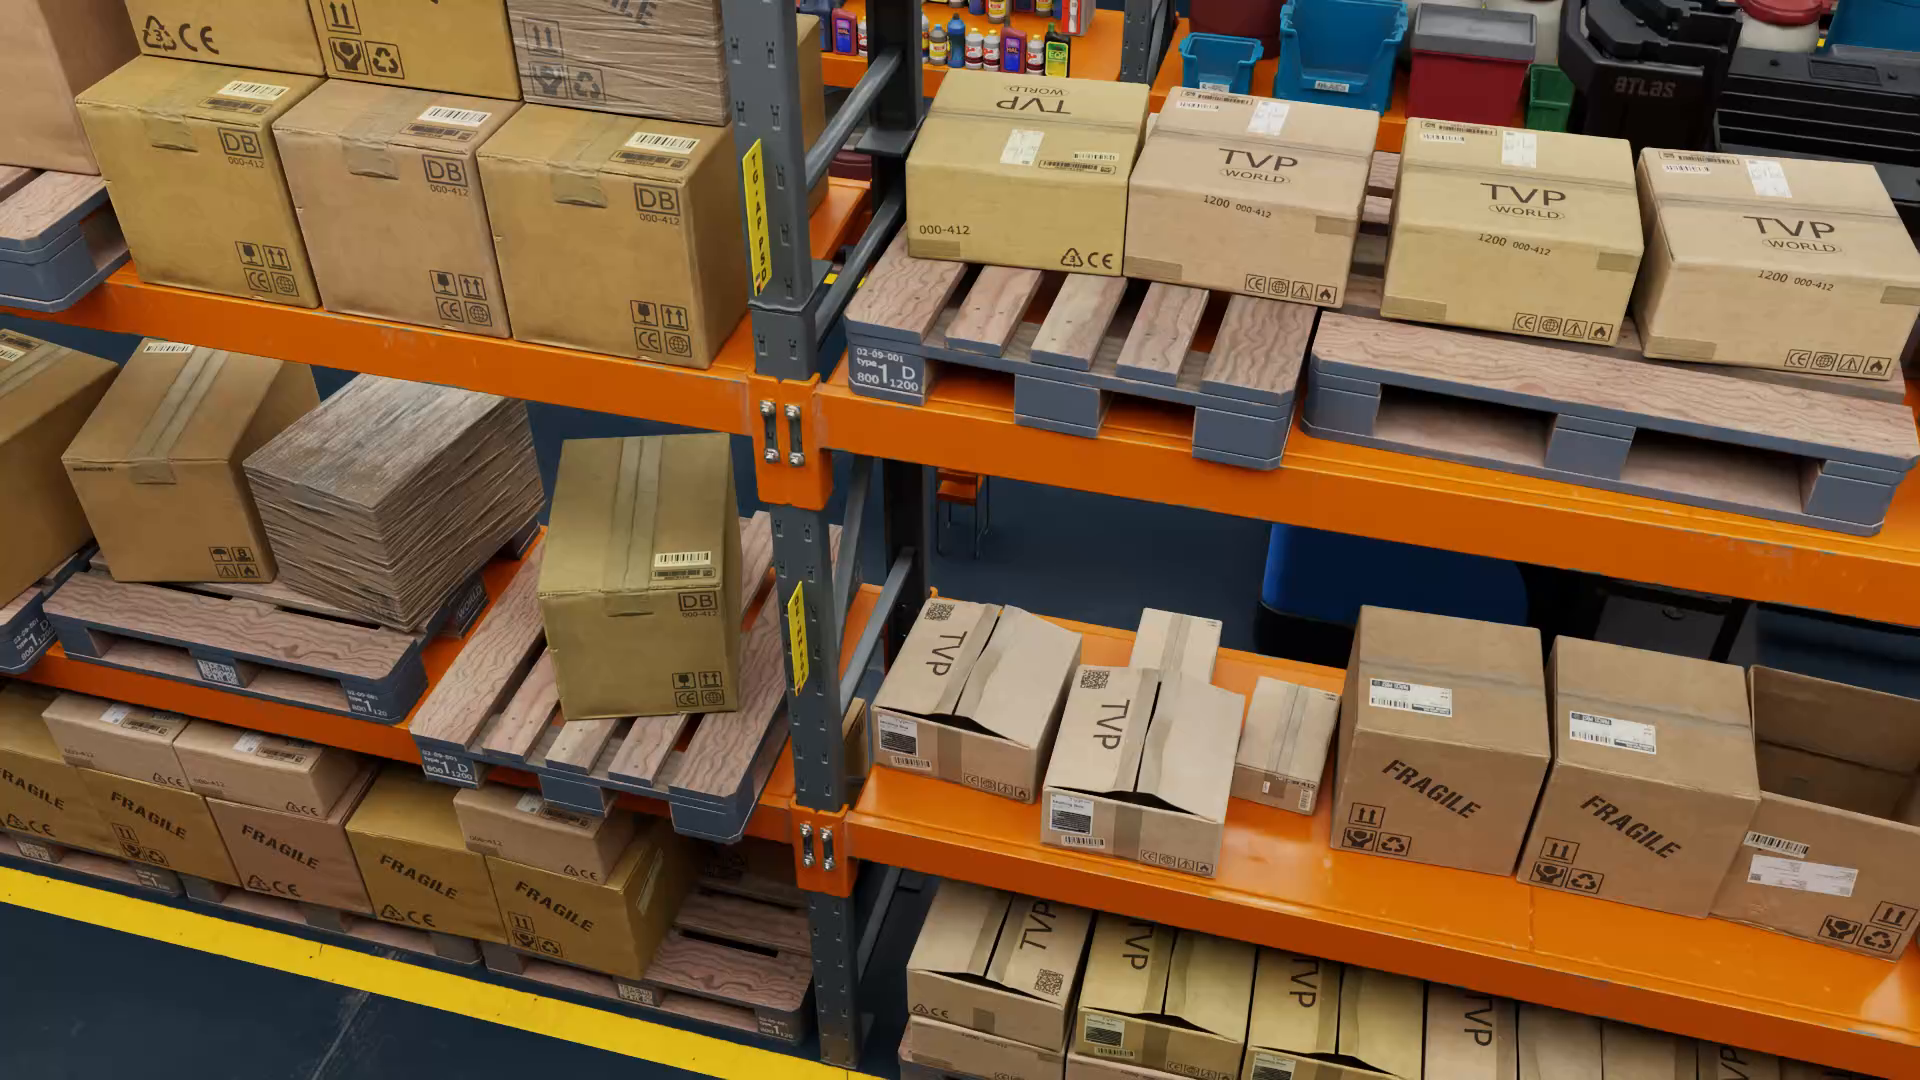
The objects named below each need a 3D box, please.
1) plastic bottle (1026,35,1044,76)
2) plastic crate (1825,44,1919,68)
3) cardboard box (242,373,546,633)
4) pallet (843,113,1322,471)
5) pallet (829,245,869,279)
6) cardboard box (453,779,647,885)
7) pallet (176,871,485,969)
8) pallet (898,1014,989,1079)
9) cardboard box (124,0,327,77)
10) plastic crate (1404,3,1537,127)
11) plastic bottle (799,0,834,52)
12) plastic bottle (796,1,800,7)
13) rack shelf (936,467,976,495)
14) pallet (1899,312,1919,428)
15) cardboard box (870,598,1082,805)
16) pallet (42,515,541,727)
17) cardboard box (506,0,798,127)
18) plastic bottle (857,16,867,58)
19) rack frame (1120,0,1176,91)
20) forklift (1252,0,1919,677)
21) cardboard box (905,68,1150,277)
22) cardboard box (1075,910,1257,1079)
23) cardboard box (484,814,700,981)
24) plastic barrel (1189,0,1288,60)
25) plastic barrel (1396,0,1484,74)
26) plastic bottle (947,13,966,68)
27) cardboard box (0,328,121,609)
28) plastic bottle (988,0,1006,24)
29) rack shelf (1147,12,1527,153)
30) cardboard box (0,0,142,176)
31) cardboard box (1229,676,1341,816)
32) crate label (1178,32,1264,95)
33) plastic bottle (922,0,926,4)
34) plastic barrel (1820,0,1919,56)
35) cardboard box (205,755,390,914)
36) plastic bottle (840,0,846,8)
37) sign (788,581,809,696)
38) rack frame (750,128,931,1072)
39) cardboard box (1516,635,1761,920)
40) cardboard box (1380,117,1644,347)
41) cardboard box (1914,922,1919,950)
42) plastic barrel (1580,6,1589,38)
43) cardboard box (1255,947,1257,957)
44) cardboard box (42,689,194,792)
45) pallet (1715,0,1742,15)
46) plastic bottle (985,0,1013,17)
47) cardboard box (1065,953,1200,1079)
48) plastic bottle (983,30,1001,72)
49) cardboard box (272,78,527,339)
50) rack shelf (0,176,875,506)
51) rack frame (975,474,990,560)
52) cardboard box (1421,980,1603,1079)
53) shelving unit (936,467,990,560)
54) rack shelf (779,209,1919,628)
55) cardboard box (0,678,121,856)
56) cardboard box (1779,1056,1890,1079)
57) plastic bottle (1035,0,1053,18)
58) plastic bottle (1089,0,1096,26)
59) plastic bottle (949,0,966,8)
[{"bbox_3d":[0.392,-2.502,8.576,0.097,0.201,0.097,0,40,0],"label":"plastic bottle"},{"bbox_3d":[4.317,-1.996,7.769,0.583,0.464,0.402,10,41,11],"label":"plastic crate"},{"bbox_3d":[-1.756,-0.174,5.245,0.500,0.500,0.700,17,43,20],"label":"cardboard box"},{"bbox_3d":[0.394,-0.688,4.076,1.003,0.211,1.213,12,41,13],"label":"pallet"},{"bbox_3d":[-0.948,-1.987,9.977,1.213,0.211,1.003,10,41,11],"label":"pallet"},{"bbox_3d":[-1.304,0.816,5.489,0.500,0.250,0.500,11,41,13],"label":"cardboard box"},{"bbox_3d":[-2.171,1.047,6.364,1.213,0.211,1.003,10,41,11],"label":"pallet"},{"bbox_3d":[0.501,1.560,5.753,1.213,0.211,1.003,10,41,11],"label":"pallet"},{"bbox_3d":[-1.690,-1.485,4.023,0.500,0.500,0.500,10,41,11],"label":"cardboard box"},{"bbox_3d":[2.482,-2.312,8.145,0.583,0.464,0.402,10,41,11],"label":"plastic crate"},{"bbox_3d":[-0.748,-2.771,8.781,0.185,0.351,0.144,10,41,11],"label":"plastic bottle"},{"bbox_3d":[-0.897,-2.784,8.848,0.133,0.283,0.061,10,41,11],"label":"plastic bottle"},{"bbox_3d":[0.014,-0.331,7.492,0.180,0.103,0.258,10,41,11],"label":"rack shelf"},{"bbox_3d":[2.724,-0.218,3.518,1.217,0.209,0.805,8,41,10],"label":"pallet"},{"bbox_3d":[0.056,0.453,4.973,0.500,0.311,0.500,12,42,14],"label":"cardboard box"},{"bbox_3d":[-2.164,0.084,5.491,1.213,0.211,1.003,10,41,11],"label":"pallet"},{"bbox_3d":[-0.704,-1.315,3.821,0.500,0.500,0.500,10,41,11],"label":"cardboard box"},{"bbox_3d":[-0.489,-2.654,8.757,0.097,0.201,0.097,0,40,0],"label":"plastic bottle"},{"bbox_3d":[1.000,-2.746,8.712,0.127,3.000,1.000,10,41,11],"label":"rack frame"},{"bbox_3d":[2.833,-0.636,6.252,3.031,2.935,1.130,11,41,13],"label":"forklift"},{"bbox_3d":[0.168,-0.881,3.949,0.500,0.250,0.500,7,41,8],"label":"cardboard box"},{"bbox_3d":[0.655,1.360,5.198,0.500,0.311,0.500,9,41,10],"label":"cardboard box"},{"bbox_3d":[-1.249,1.110,5.722,0.500,0.500,0.500,11,41,13],"label":"cardboard box"},{"bbox_3d":[1.526,-2.909,8.800,0.708,0.536,0.600,10,41,11],"label":"plastic barrel"},{"bbox_3d":[2.456,-2.680,8.547,0.421,0.512,0.421,0,40,0],"label":"plastic barrel"},{"bbox_3d":[-0.019,-2.600,8.638,0.097,0.271,0.097,0,40,0],"label":"plastic bottle"},{"bbox_3d":[-3.068,-0.241,5.324,0.500,0.500,0.700,16,43,18],"label":"cardboard box"},{"bbox_3d":[0.204,-2.939,9.096,0.097,0.201,0.097,0,40,0],"label":"plastic bottle"},{"bbox_3d":[2.932,-2.138,8.547,4.000,0.370,1.077,10,41,11],"label":"rack shelf"},{"bbox_3d":[-2.392,-1.371,4.260,0.600,0.600,0.600,8,41,10],"label":"cardboard box"},{"bbox_3d":[0.962,0.604,4.918,0.250,0.149,0.380,13,42,15],"label":"cardboard box"},{"bbox_3d":[1.310,-2.379,8.405,0.416,0.233,0.303,10,41,11],"label":"crate label"},{"bbox_3d":[-0.238,-3.143,9.285,0.097,0.271,0.097,0,40,0],"label":"plastic bottle"},{"bbox_3d":[4.569,-2.525,8.059,0.708,0.901,0.600,10,41,11],"label":"plastic barrel"},{"bbox_3d":[-2.257,0.940,5.924,0.500,0.500,0.500,8,41,10],"label":"cardboard box"},{"bbox_3d":[-0.737,-3.142,9.222,0.185,0.351,0.144,10,41,11],"label":"plastic bottle"},{"bbox_3d":[-0.416,0.257,4.298,0.005,0.325,0.100,10,41,11],"label":"sign"},{"bbox_3d":[-0.284,0.331,5.048,0.127,3.000,1.000,10,41,11],"label":"rack frame"},{"bbox_3d":[1.849,0.649,4.592,0.500,0.500,0.500,10,41,11],"label":"cardboard box"},{"bbox_3d":[1.229,-0.703,3.737,0.500,0.250,0.500,9,41,11],"label":"cardboard box"},{"bbox_3d":[2.683,1.015,4.338,0.258,0.266,0.396,9,41,10],"label":"cardboard box"},{"bbox_3d":[3.287,-2.550,8.373,0.433,0.535,0.433,0,40,0],"label":"plastic barrel"},{"bbox_3d":[1.271,1.328,5.673,0.500,0.250,0.500,11,41,12],"label":"cardboard box"},{"bbox_3d":[-2.778,0.566,5.787,0.500,0.250,0.500,10,41,12],"label":"cardboard box"},{"bbox_3d":[5.392,-4.219,12.634,1.213,0.211,1.003,10,41,11],"label":"pallet"},{"bbox_3d":[0.218,-3.048,9.168,0.135,0.276,0.152,10,41,11],"label":"plastic bottle"},{"bbox_3d":[0.631,1.576,5.378,0.500,0.250,0.500,9,41,10],"label":"cardboard box"},{"bbox_3d":[0.169,-2.541,8.622,0.097,0.201,0.097,0,40,0],"label":"plastic bottle"},{"bbox_3d":[-1.207,-0.992,4.214,0.500,0.500,0.910,10,41,11],"label":"cardboard box"},{"bbox_3d":[-2.216,-0.875,4.711,4.000,0.370,1.077,10,41,11],"label":"rack shelf"},{"bbox_3d":[0.102,-0.442,7.368,0.006,1.200,0.240,10,41,11],"label":"rack frame"},{"bbox_3d":[1.644,1.531,4.994,0.500,0.311,0.500,9,41,11],"label":"cardboard box"},{"bbox_3d":[0.014,-0.457,7.386,0.189,1.200,0.258,10,41,11],"label":"shelving unit"},{"bbox_3d":[1.648,-0.210,3.919,4.000,0.370,1.077,10,41,11],"label":"rack shelf"},{"bbox_3d":[-3.226,0.768,6.129,0.500,0.500,0.500,10,41,12],"label":"cardboard box"},{"bbox_3d":[2.610,1.701,4.792,0.500,0.311,0.500,11,41,13],"label":"cardboard box"},{"bbox_3d":[0.466,-2.995,9.163,0.097,0.201,0.097,0,40,0],"label":"plastic bottle"},{"bbox_3d":[0.665,-2.971,9.076,0.135,0.276,0.152,10,41,11],"label":"plastic bottle"},{"bbox_3d":[-0.016,-3.078,9.261,0.097,0.201,0.097,0,40,0],"label":"plastic bottle"}]
